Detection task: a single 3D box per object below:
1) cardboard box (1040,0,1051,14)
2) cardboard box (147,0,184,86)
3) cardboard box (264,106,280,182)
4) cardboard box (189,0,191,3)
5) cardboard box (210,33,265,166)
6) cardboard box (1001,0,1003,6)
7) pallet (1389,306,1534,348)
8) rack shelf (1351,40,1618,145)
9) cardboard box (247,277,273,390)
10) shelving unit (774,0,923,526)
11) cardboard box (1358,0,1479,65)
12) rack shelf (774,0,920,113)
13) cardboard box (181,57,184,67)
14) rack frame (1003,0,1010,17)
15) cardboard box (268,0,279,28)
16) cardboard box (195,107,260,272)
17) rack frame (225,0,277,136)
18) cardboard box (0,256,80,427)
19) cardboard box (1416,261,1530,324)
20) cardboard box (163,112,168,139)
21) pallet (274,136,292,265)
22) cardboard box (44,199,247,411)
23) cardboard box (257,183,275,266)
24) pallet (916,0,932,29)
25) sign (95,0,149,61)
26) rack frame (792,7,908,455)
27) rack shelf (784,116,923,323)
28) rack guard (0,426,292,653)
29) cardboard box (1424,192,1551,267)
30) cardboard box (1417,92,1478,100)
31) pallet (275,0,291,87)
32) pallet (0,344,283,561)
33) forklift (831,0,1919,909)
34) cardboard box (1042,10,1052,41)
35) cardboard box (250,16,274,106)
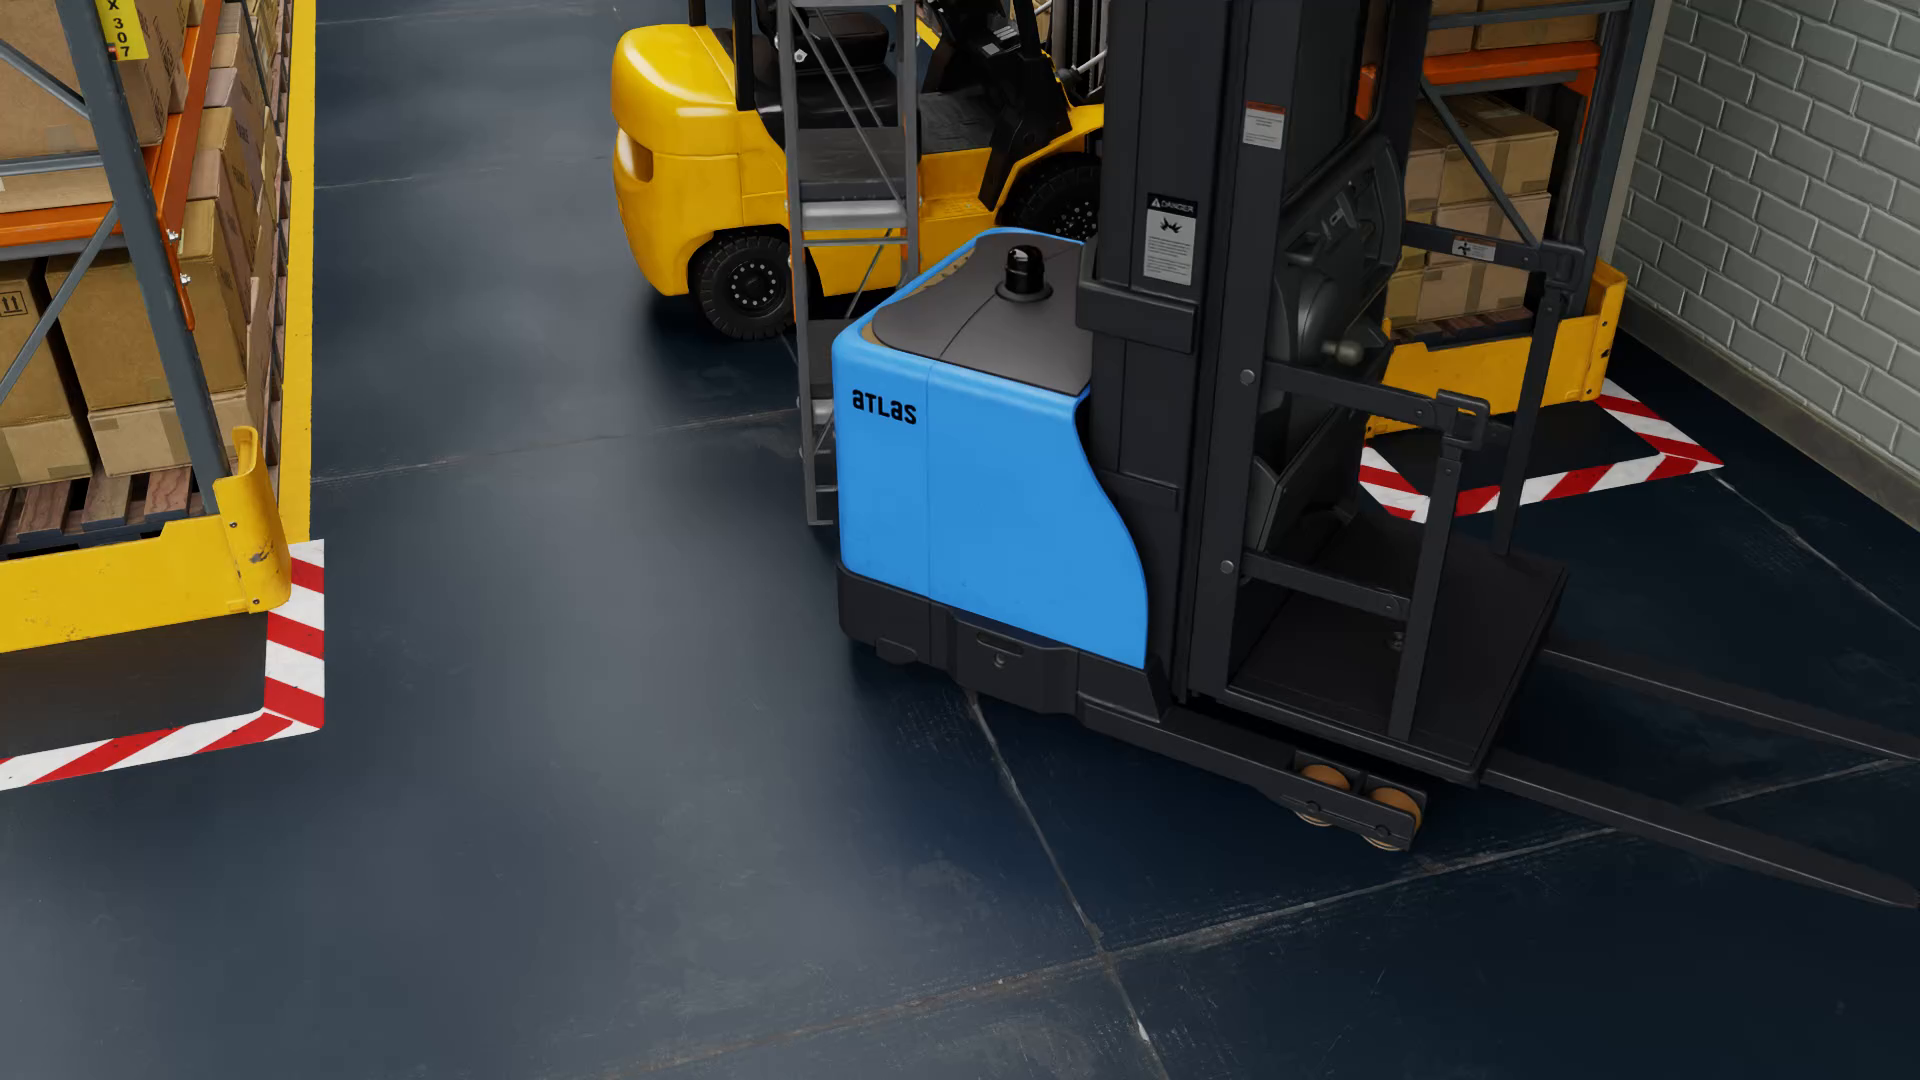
[{"bbox_3d":[0.730,-2.792,8.460,0.500,0.250,0.500,-10,35,-15],"label":"cardboard box"},{"bbox_3d":[-2.812,-1.719,5.271,0.500,0.500,0.500,-9,35,-13],"label":"cardboard box"},{"bbox_3d":[-3.555,-1.850,7.942,0.500,0.250,0.500,-8,34,-13],"label":"cardboard box"},{"bbox_3d":[-3.132,-2.252,6.077,0.500,0.500,0.500,-11,35,-16],"label":"cardboard box"},{"bbox_3d":[-3.398,-1.896,7.331,0.500,0.500,0.500,-9,35,-14],"label":"cardboard box"},{"bbox_3d":[0.565,-3.380,9.918,0.875,0.625,0.625,-8,34,-13],"label":"cardboard box"},{"bbox_3d":[1.682,-1.055,7.154,1.003,0.211,1.213,-10,35,-15],"label":"pallet"},{"bbox_3d":[1.345,-2.573,7.576,1.077,0.370,4.000,-10,35,-15],"label":"rack shelf"},{"bbox_3d":[-2.902,-0.754,6.284,0.500,0.250,0.500,-9,34,-13],"label":"cardboard box"},{"bbox_3d":[-0.353,-1.073,5.469,0.431,2.100,0.503,-3,34,-4],"label":"shelving unit"},{"bbox_3d":[1.555,-2.079,6.085,0.500,0.500,0.500,-11,35,-16],"label":"cardboard box"},{"bbox_3d":[-0.352,-1.646,5.090,0.431,0.518,0.480,-3,34,-4],"label":"rack shelf"},{"bbox_3d":[-2.916,-1.649,5.753,0.380,0.149,0.250,-9,35,-13],"label":"cardboard box"},{"bbox_3d":[0.735,-3.924,8.967,1.000,3.000,0.127,-10,35,-15],"label":"rack frame"},{"bbox_3d":[-4.589,-3.182,9.848,0.950,0.372,0.625,-9,34,-13],"label":"cardboard box"},{"bbox_3d":[-3.070,-1.349,6.503,0.500,0.500,0.500,-9,35,-14],"label":"cardboard box"},{"bbox_3d":[-3.991,-3.087,7.701,1.000,3.000,0.127,-10,35,-15],"label":"rack frame"},{"bbox_3d":[-3.263,-0.704,5.528,0.500,0.500,0.500,-10,35,-14],"label":"cardboard box"},{"bbox_3d":[1.992,-1.142,6.871,0.500,0.250,0.500,-10,35,-15],"label":"cardboard box"},{"bbox_3d":[-2.771,-1.378,5.343,0.380,0.149,0.250,-11,35,-16],"label":"cardboard box"},{"bbox_3d":[-3.752,-1.577,7.945,1.003,0.211,1.213,-10,35,-15],"label":"pallet"},{"bbox_3d":[-2.761,-0.810,5.688,0.500,0.500,0.500,-11,35,-16],"label":"cardboard box"},{"bbox_3d":[-3.232,-1.304,7.116,0.500,0.250,0.500,-9,35,-14],"label":"cardboard box"},{"bbox_3d":[0.097,-3.782,11.282,1.003,0.211,1.213,-10,35,-15],"label":"pallet"},{"bbox_3d":[-2.254,-1.439,4.422,0.100,0.325,0.005,-10,35,-15],"label":"sign"},{"bbox_3d":[-0.373,-1.207,5.672,0.400,2.100,0.015,-3,34,-4],"label":"rack frame"},{"bbox_3d":[-0.353,-1.062,5.476,0.431,0.518,0.480,-3,34,-4],"label":"rack shelf"},{"bbox_3d":[-2.794,0.016,5.272,1.175,0.500,0.348,-10,35,-15],"label":"rack guard"},{"bbox_3d":[2.010,-1.342,6.720,0.500,0.250,0.500,-9,35,-14],"label":"cardboard box"},{"bbox_3d":[1.833,-1.815,6.981,0.500,0.250,0.500,-10,35,-15],"label":"cardboard box"},{"bbox_3d":[-4.606,-2.974,10.059,1.003,0.211,1.213,-10,35,-15],"label":"pallet"},{"bbox_3d":[-3.008,-0.296,6.006,1.003,0.211,1.213,-10,35,-15],"label":"pallet"},{"bbox_3d":[1.157,-0.723,4.185,3.031,2.935,1.130,17,37,24],"label":"forklift"},{"bbox_3d":[0.744,-2.590,8.609,0.500,0.250,0.500,-10,35,-15],"label":"cardboard box"},{"bbox_3d":[-4.153,-2.441,8.725,0.950,0.372,0.625,-10,35,-14],"label":"cardboard box"}]
